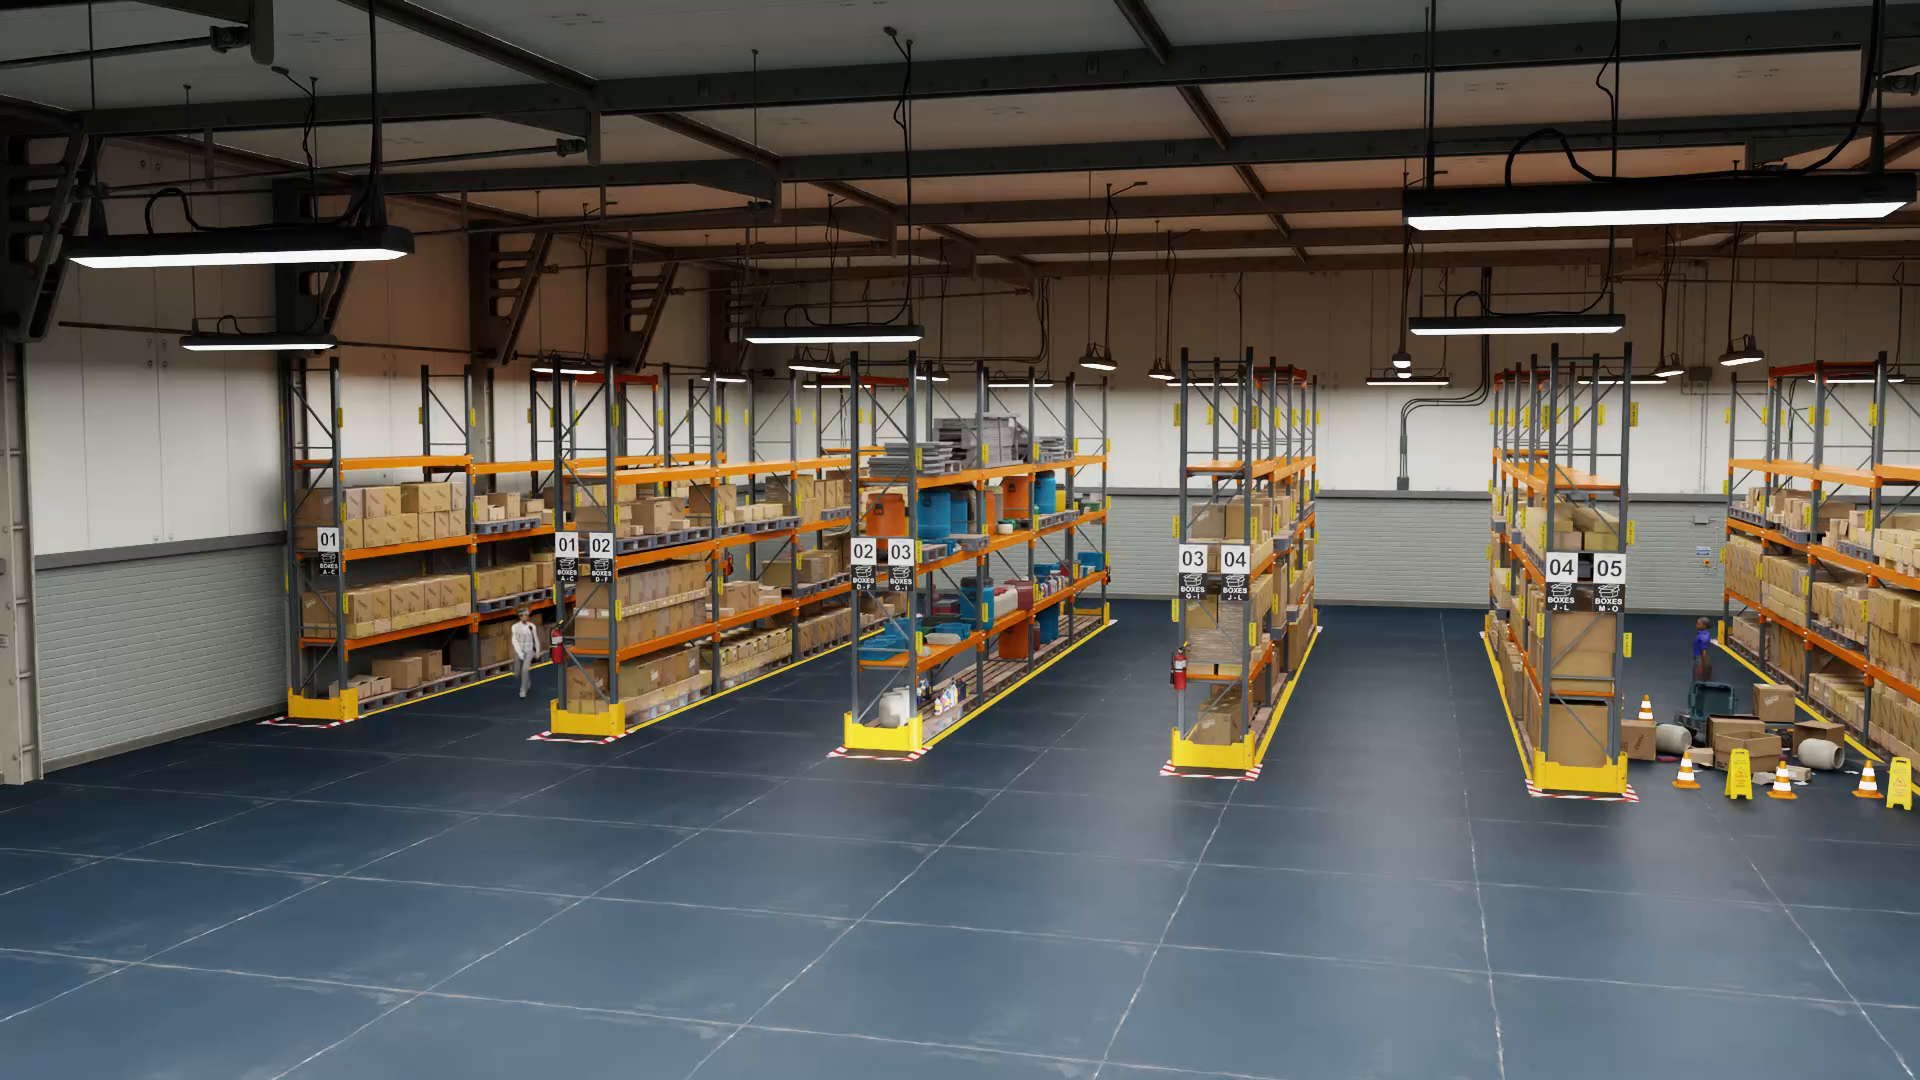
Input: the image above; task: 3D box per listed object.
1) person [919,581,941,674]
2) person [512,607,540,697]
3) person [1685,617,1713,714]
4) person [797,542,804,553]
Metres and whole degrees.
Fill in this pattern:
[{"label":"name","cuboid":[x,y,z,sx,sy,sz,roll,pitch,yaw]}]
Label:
[{"label":"person","cuboid":[-0.650,1.687,32.545,0.599,1.797,0.643,-1,4,-18]},{"label":"person","cuboid":[-7.872,2.001,30.046,0.458,1.572,0.921,0,4,1]},{"label":"person","cuboid":[12.518,2.126,28.034,0.487,1.661,0.409,-4,6,-43]},{"label":"person","cuboid":[-4.032,0.886,44.237,0.751,1.635,0.675,2,5,24]}]
